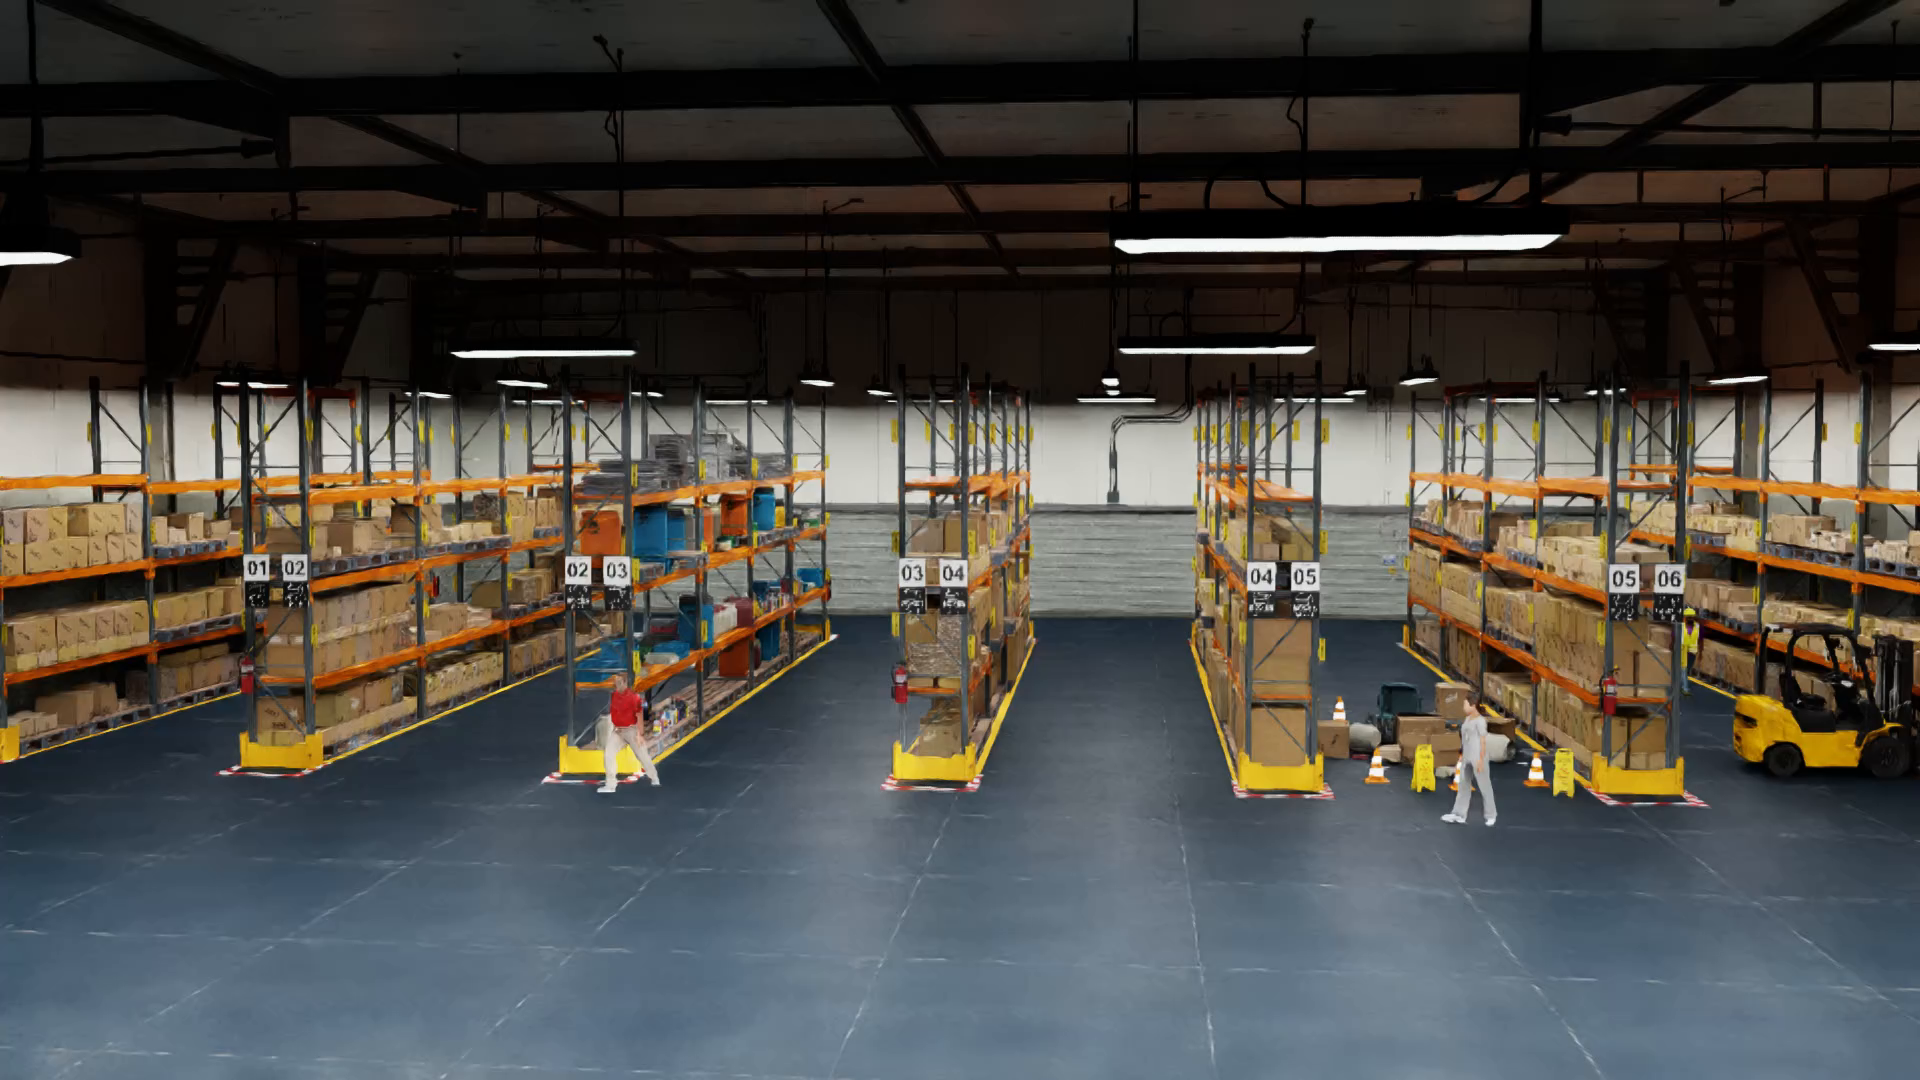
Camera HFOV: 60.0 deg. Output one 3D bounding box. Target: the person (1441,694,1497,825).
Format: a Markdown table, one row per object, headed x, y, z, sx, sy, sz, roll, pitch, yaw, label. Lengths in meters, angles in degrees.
| x | y | z | sx | sy | sz | roll | pitch | yaw | label |
| --- | --- | --- | --- | --- | --- | --- | --- | --- | --- |
| 6.555 | 2.802 | 21.282 | 0.621 | 1.666 | 0.578 | -1 | 4 | -15 | person |

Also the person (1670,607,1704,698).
| x | y | z | sx | sy | sz | roll | pitch | yaw | label |
| --- | --- | --- | --- | --- | --- | --- | --- | --- | --- |
| 13.852 | 2.117 | 31.638 | 0.575 | 1.689 | 1.128 | 0 | 4 | 4 | person |

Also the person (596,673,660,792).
| x | y | z | sx | sy | sz | roll | pitch | yaw | label |
| --- | --- | --- | --- | --- | --- | --- | --- | --- | --- |
| -4.633 | 2.675 | 23.260 | 0.585 | 1.665 | 0.973 | 2 | 4 | 26 | person |

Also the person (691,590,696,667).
| x | y | z | sx | sy | sz | roll | pitch | yaw | label |
| --- | --- | --- | --- | --- | --- | --- | --- | --- | --- |
| -5.633 | 1.866 | 35.626 | 0.564 | 1.666 | 0.560 | 2 | 4 | 29 | person |
